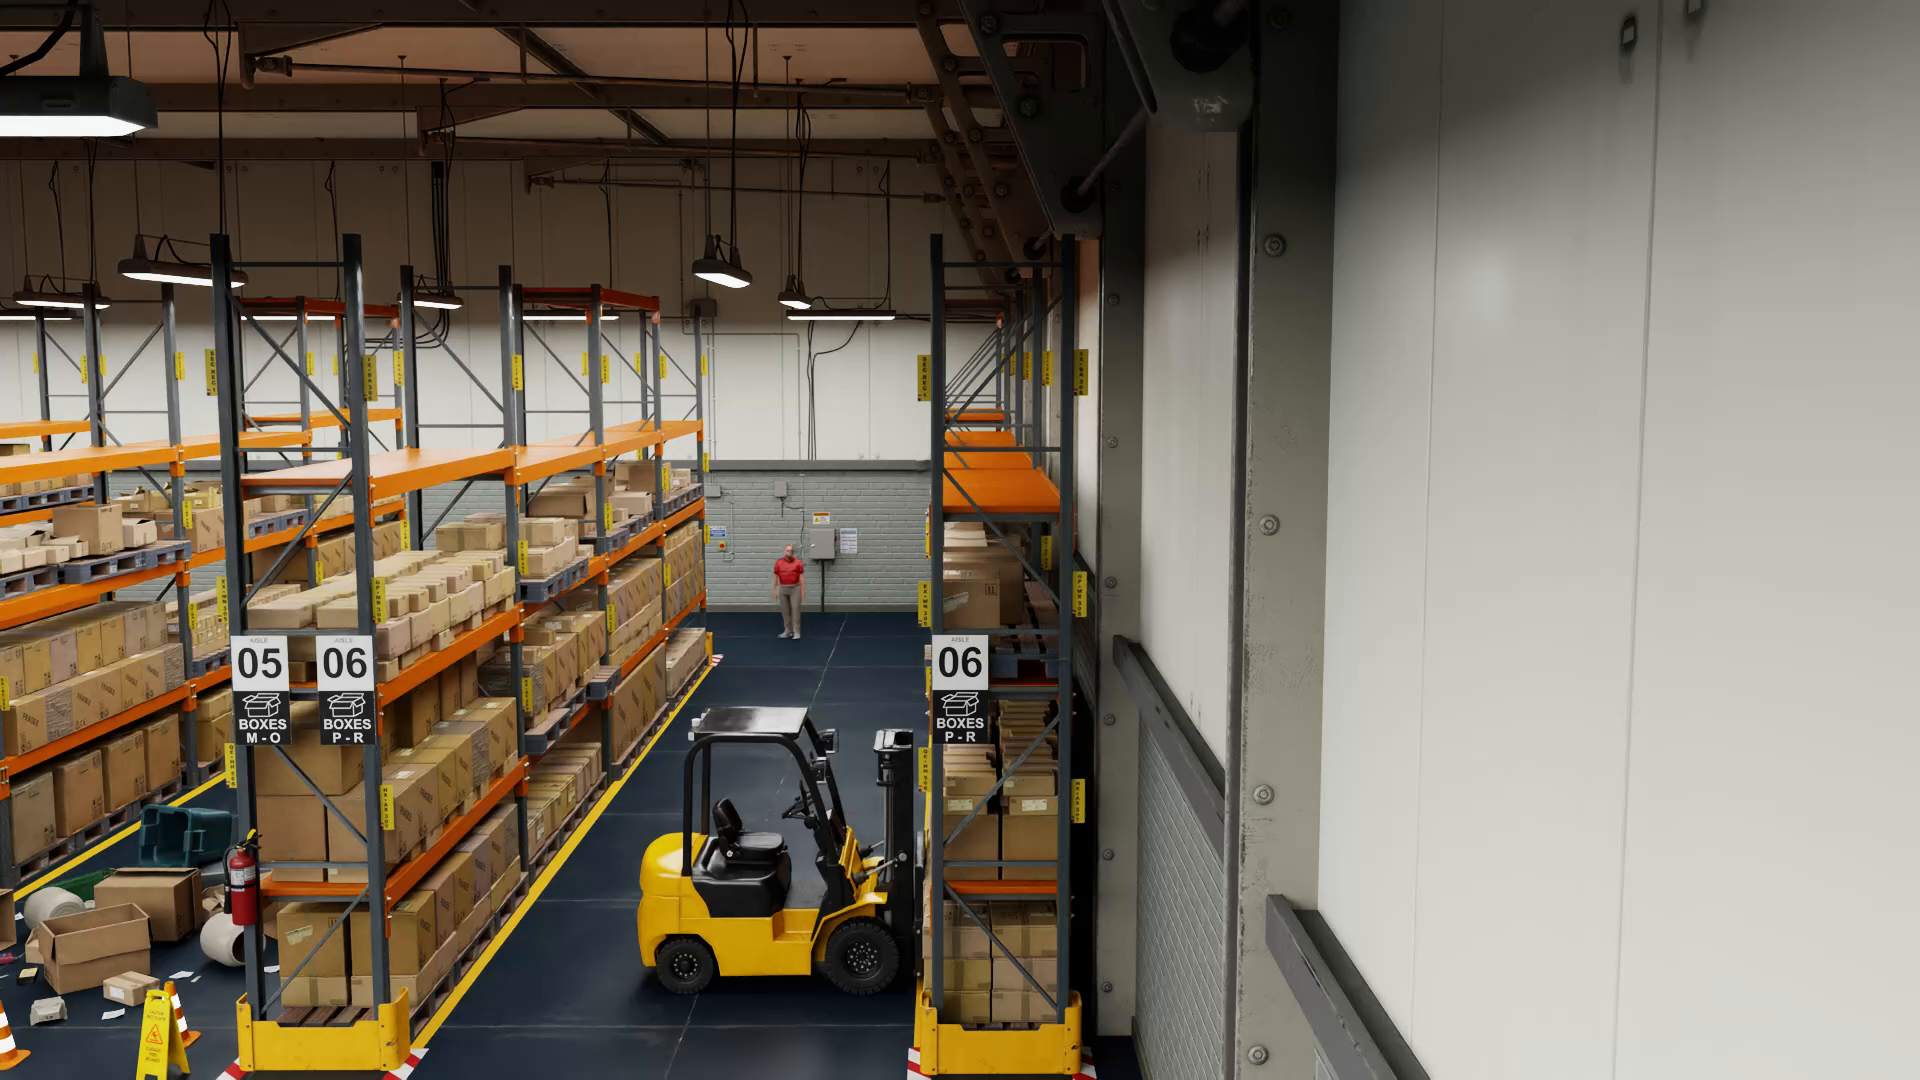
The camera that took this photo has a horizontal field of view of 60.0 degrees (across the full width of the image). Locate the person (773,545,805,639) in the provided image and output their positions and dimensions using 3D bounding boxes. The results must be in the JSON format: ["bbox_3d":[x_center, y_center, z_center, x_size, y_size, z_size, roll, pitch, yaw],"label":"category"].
[{"bbox_3d":[-3.131,0.947,30.505,0.587,1.729,0.410,2,7,17],"label":"person"}]
